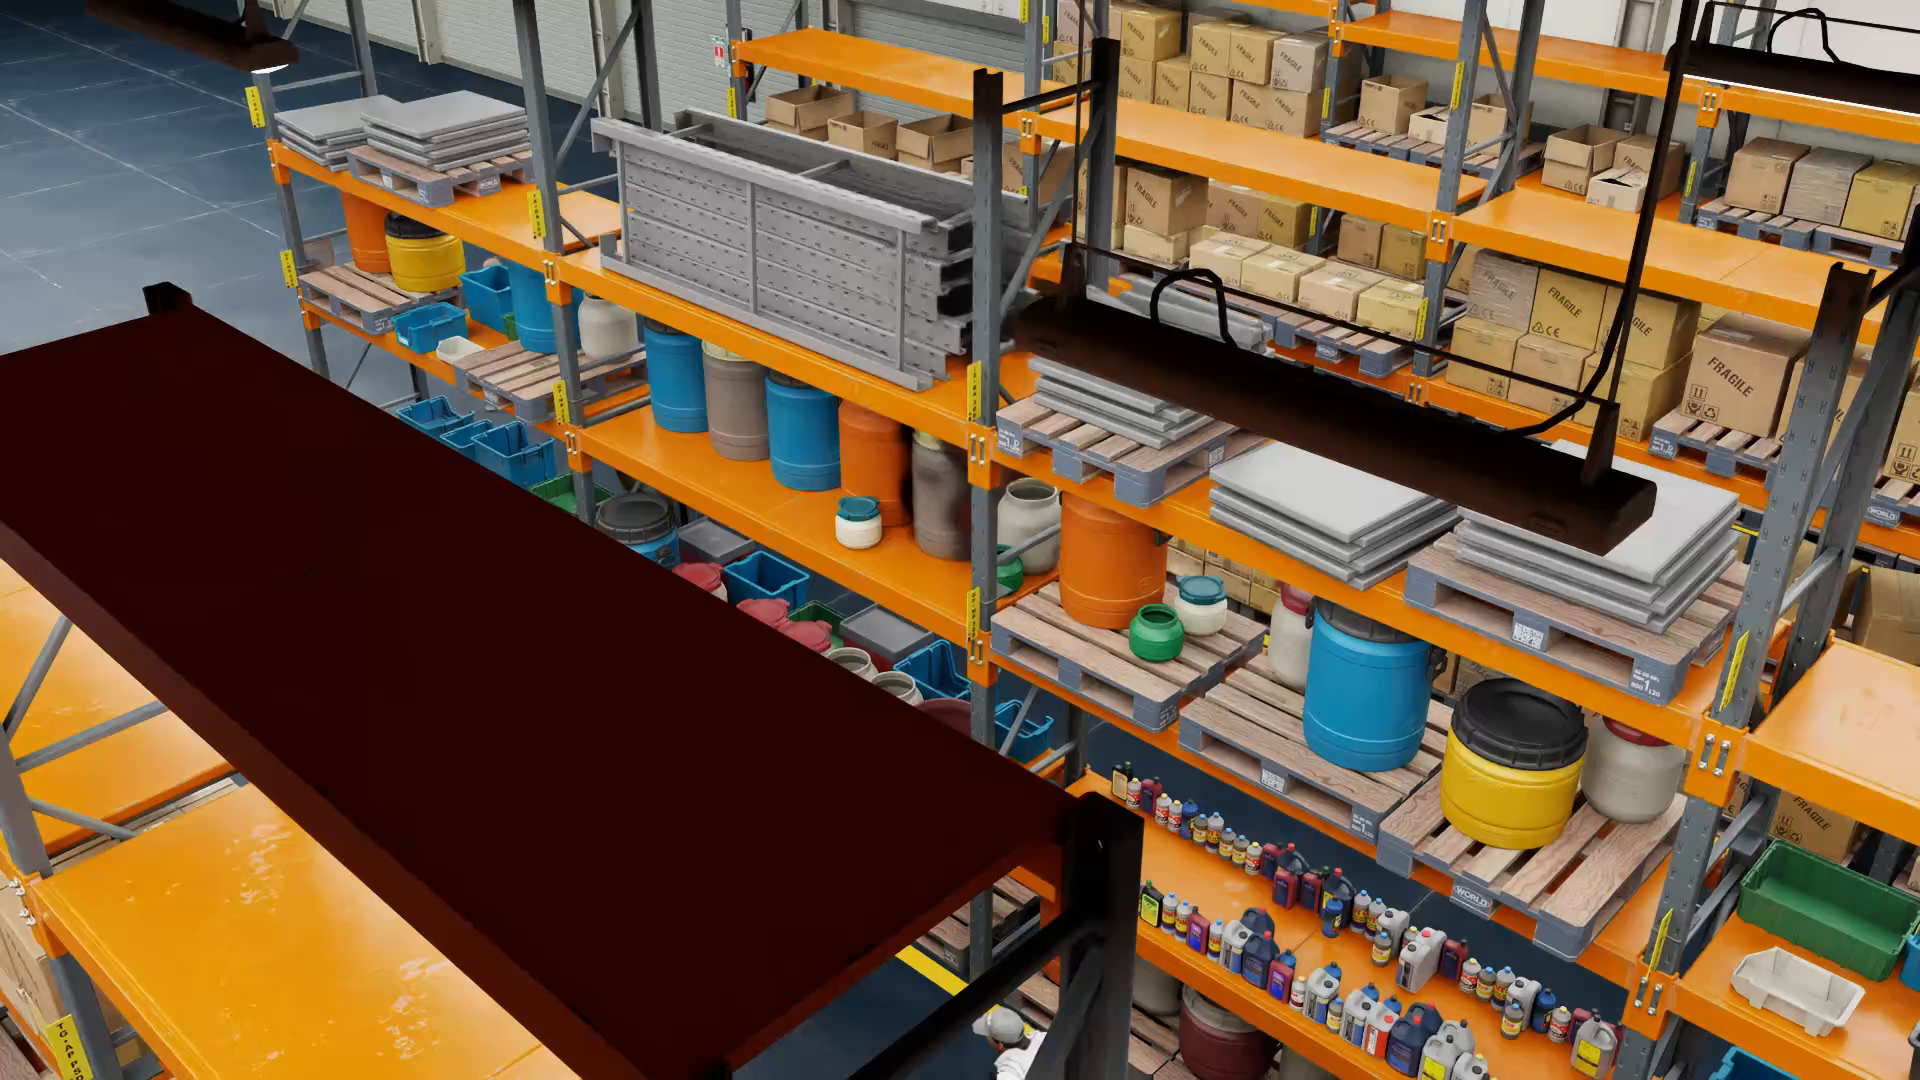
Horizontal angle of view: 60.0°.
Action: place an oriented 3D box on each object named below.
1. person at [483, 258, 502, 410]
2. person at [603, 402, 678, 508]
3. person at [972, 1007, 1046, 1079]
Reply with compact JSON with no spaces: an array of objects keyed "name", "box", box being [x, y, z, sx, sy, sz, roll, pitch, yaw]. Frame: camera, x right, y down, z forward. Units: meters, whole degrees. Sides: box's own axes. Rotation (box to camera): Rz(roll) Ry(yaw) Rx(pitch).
[{"name":"person","box":[-4.891,-2.361,18.662,1.105,1.736,0.732,-9,31,-15]},{"name":"person","box":[-3.140,-1.032,16.244,0.719,1.723,0.563,-23,37,-35]},{"name":"person","box":[0.507,3.180,8.678,1.010,1.595,0.629,13,32,22]}]
